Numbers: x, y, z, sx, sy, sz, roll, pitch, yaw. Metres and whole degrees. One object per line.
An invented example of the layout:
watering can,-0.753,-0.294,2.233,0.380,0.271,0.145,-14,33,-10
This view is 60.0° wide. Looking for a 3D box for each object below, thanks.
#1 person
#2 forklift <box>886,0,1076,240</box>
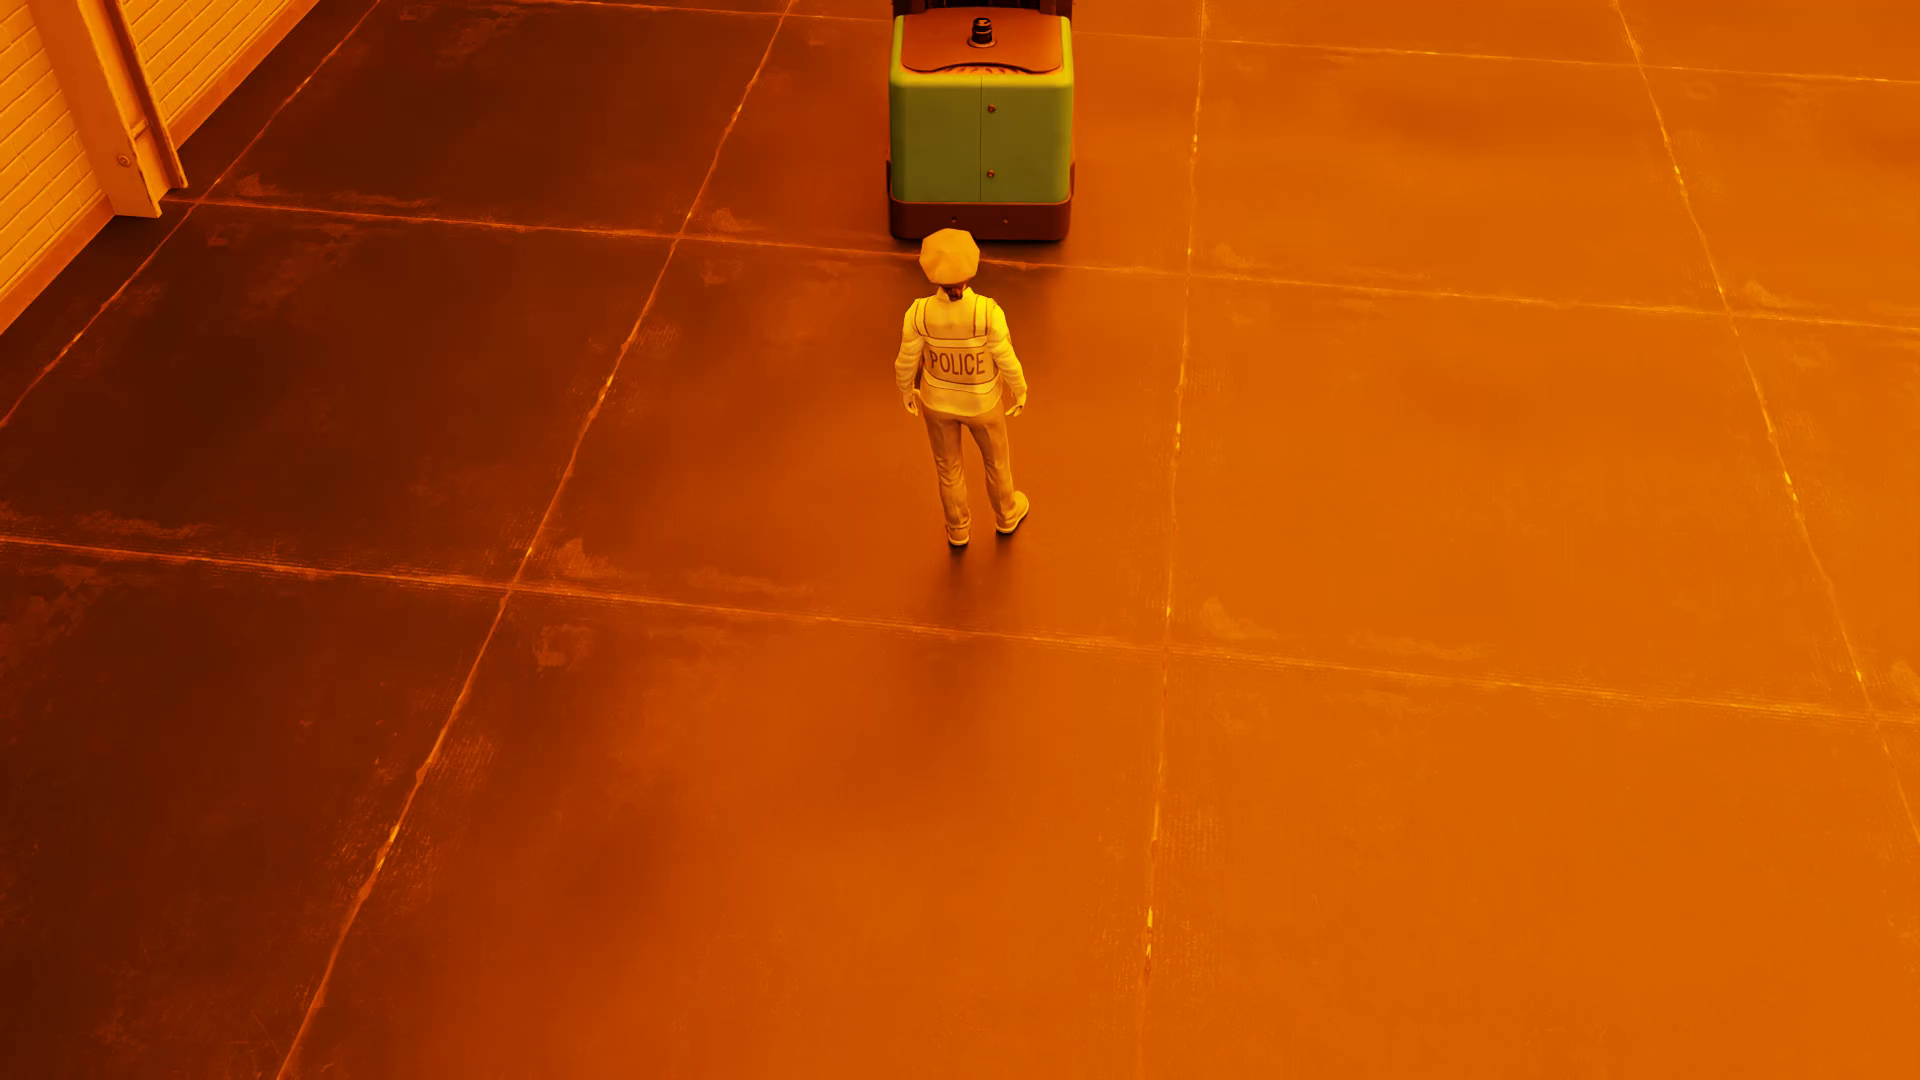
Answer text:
person,0.016,-0.675,7.362,0.586,1.694,0.530,5,43,6
forklift,0.140,-3.801,9.862,1.130,2.935,3.031,1,43,1
